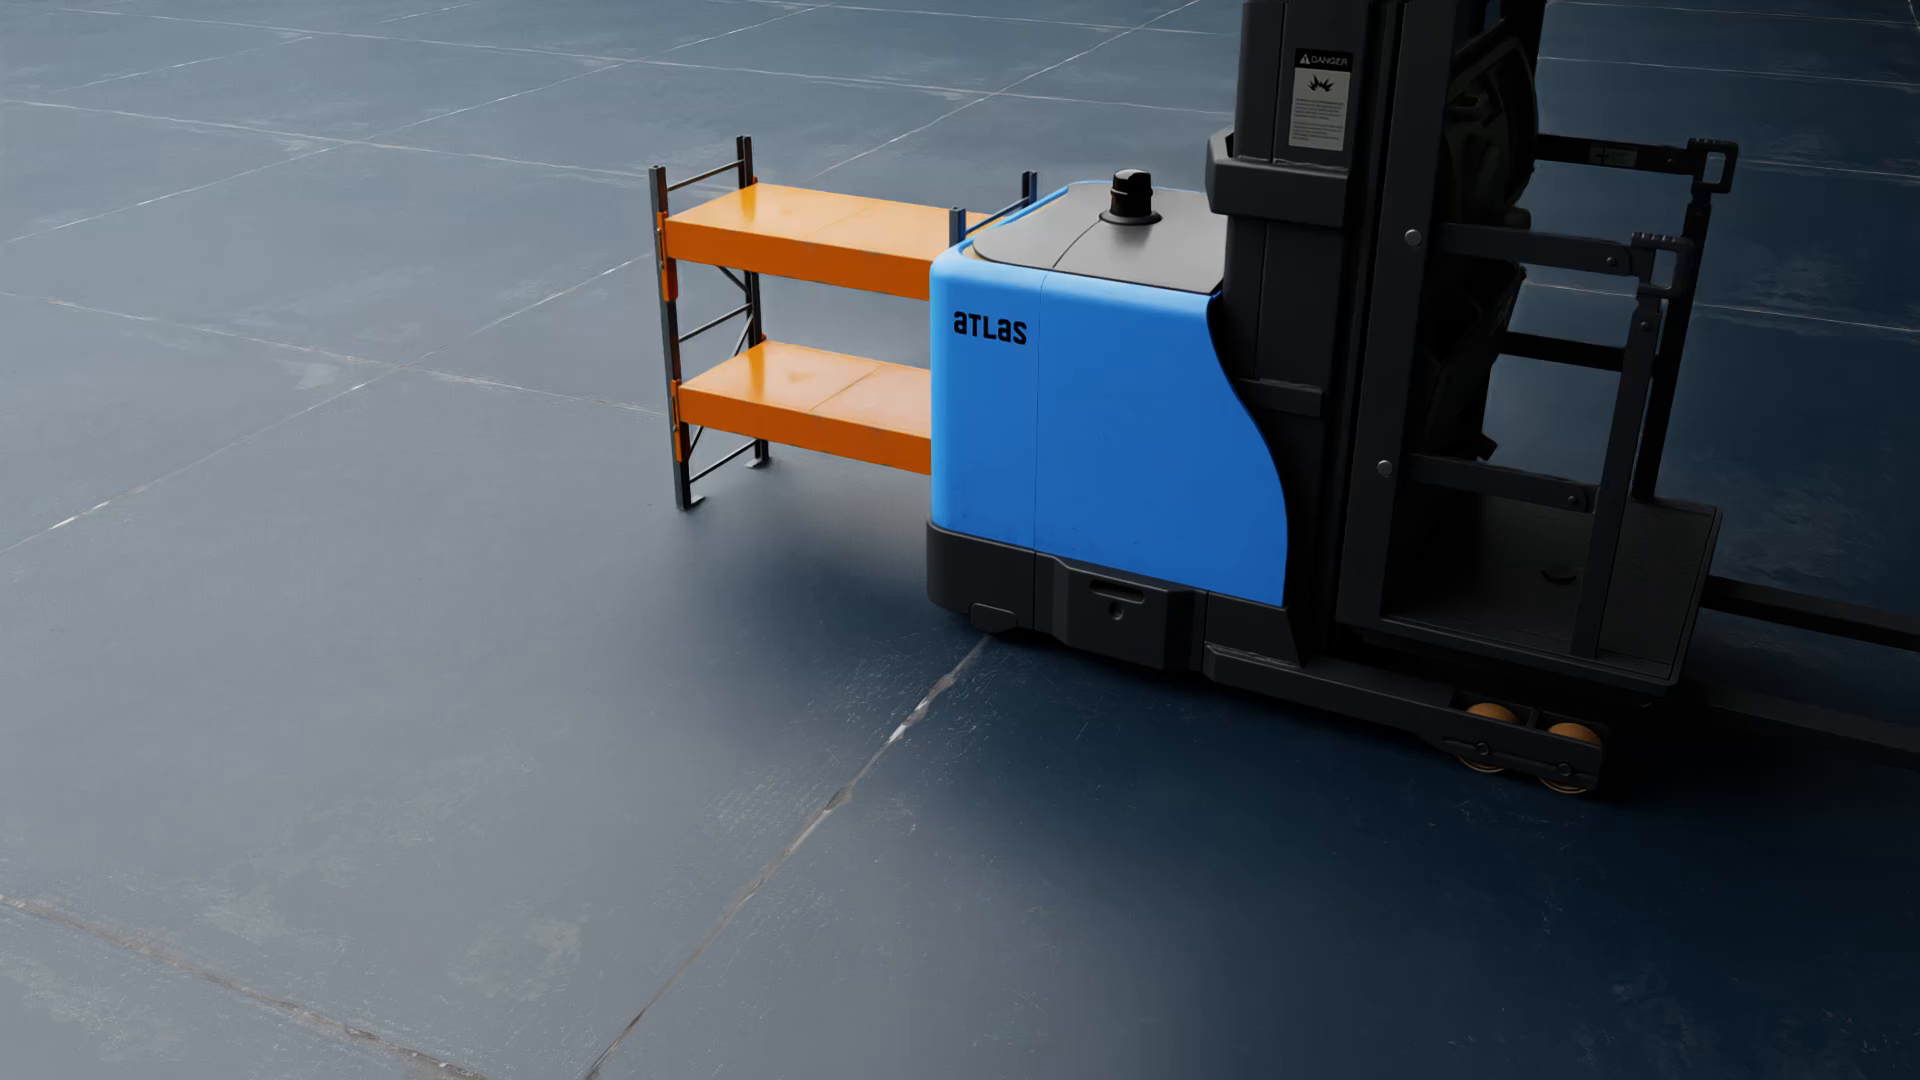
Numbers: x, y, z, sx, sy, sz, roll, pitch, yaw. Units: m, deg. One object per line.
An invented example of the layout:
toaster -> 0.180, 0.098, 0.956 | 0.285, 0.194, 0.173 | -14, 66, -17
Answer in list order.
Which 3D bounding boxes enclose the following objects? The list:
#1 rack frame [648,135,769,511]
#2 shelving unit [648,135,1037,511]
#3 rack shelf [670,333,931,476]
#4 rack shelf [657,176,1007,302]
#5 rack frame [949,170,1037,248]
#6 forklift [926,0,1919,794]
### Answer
rack frame -> -0.801, -0.700, 5.399 | 0.032, 1.125, 0.500 | 13, 29, 25
shelving unit -> -0.351, -0.596, 5.186 | 1.048, 1.125, 0.538 | 13, 29, 25
rack shelf -> -0.351, -0.376, 5.294 | 1.000, 0.278, 0.538 | 13, 29, 25
rack shelf -> -0.351, -0.858, 5.057 | 1.000, 0.278, 0.538 | 13, 29, 25
rack frame -> 0.099, -0.491, 4.974 | 0.032, 1.125, 0.500 | 13, 29, 25
forklift -> 1.452, -0.972, 3.905 | 3.031, 2.935, 1.130 | 13, 29, 25
